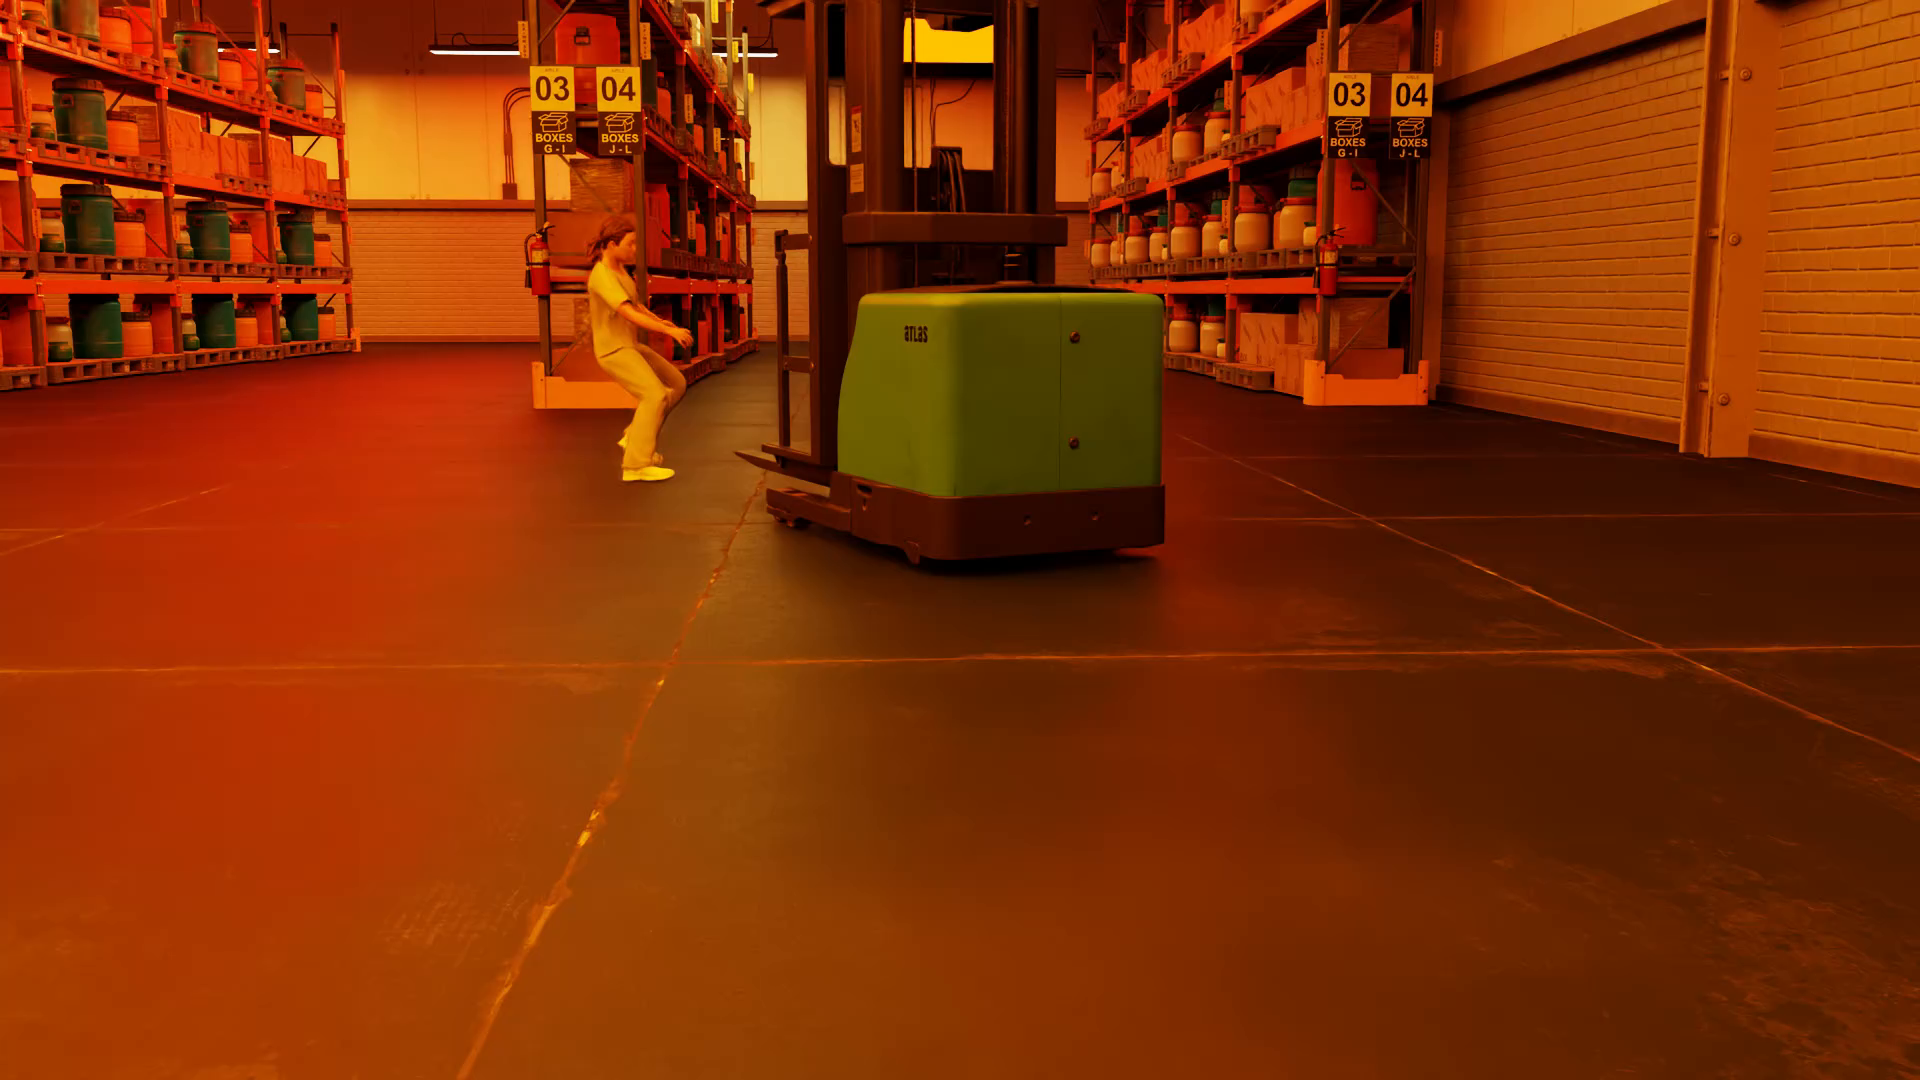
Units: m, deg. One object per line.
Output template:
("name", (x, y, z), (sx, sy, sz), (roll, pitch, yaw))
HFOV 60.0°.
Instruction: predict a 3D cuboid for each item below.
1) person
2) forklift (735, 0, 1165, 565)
("person", (-1.857, -1.133, 9.780), (0.666, 1.510, 0.754), (0, 8, -1))
("forklift", (-0.264, -1.530, 7.637), (1.130, 2.935, 3.031), (-4, 9, -25))
